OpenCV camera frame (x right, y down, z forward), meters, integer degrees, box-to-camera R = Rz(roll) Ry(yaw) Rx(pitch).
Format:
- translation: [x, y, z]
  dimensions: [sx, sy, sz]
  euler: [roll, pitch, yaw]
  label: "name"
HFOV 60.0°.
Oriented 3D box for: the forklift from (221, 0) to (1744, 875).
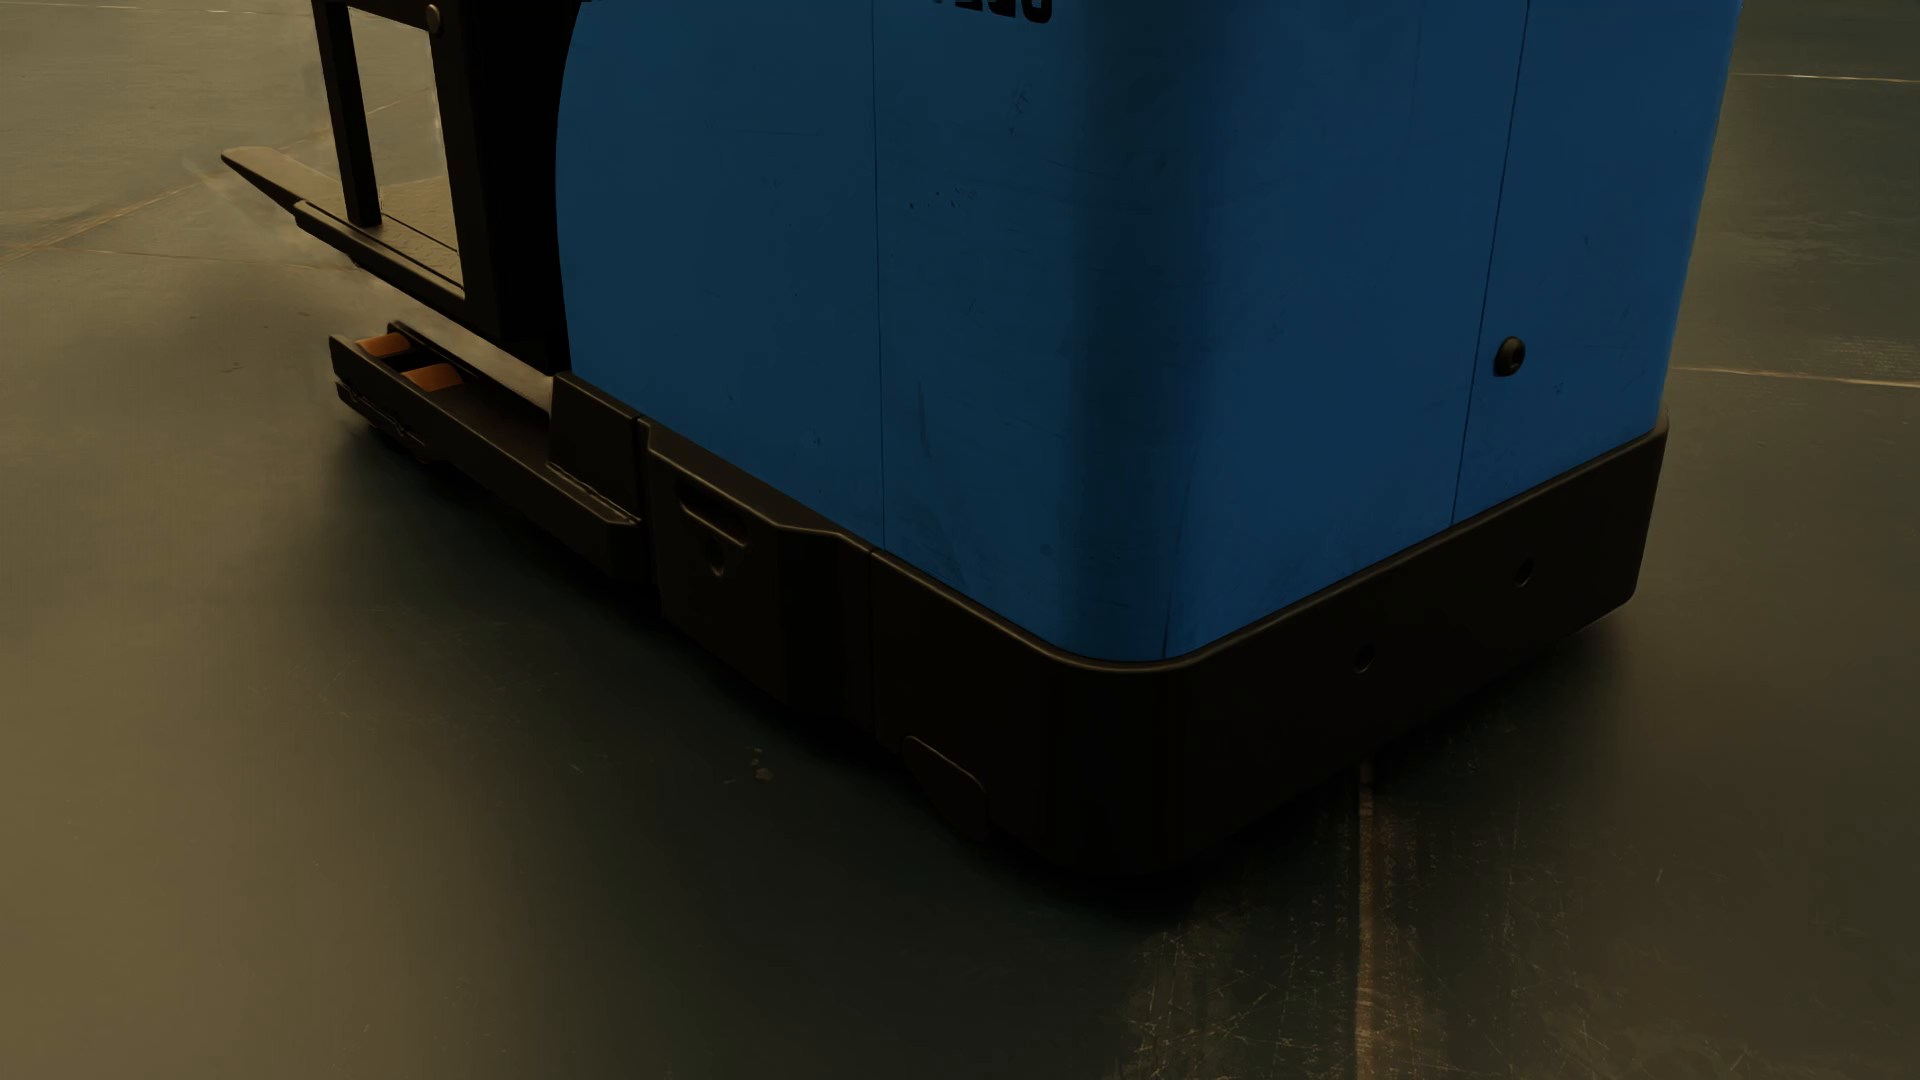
- translation: [-0.428, -1.560, 2.339]
  dimensions: [1.130, 2.935, 3.031]
  euler: [-21, 33, -35]
  label: "forklift"
